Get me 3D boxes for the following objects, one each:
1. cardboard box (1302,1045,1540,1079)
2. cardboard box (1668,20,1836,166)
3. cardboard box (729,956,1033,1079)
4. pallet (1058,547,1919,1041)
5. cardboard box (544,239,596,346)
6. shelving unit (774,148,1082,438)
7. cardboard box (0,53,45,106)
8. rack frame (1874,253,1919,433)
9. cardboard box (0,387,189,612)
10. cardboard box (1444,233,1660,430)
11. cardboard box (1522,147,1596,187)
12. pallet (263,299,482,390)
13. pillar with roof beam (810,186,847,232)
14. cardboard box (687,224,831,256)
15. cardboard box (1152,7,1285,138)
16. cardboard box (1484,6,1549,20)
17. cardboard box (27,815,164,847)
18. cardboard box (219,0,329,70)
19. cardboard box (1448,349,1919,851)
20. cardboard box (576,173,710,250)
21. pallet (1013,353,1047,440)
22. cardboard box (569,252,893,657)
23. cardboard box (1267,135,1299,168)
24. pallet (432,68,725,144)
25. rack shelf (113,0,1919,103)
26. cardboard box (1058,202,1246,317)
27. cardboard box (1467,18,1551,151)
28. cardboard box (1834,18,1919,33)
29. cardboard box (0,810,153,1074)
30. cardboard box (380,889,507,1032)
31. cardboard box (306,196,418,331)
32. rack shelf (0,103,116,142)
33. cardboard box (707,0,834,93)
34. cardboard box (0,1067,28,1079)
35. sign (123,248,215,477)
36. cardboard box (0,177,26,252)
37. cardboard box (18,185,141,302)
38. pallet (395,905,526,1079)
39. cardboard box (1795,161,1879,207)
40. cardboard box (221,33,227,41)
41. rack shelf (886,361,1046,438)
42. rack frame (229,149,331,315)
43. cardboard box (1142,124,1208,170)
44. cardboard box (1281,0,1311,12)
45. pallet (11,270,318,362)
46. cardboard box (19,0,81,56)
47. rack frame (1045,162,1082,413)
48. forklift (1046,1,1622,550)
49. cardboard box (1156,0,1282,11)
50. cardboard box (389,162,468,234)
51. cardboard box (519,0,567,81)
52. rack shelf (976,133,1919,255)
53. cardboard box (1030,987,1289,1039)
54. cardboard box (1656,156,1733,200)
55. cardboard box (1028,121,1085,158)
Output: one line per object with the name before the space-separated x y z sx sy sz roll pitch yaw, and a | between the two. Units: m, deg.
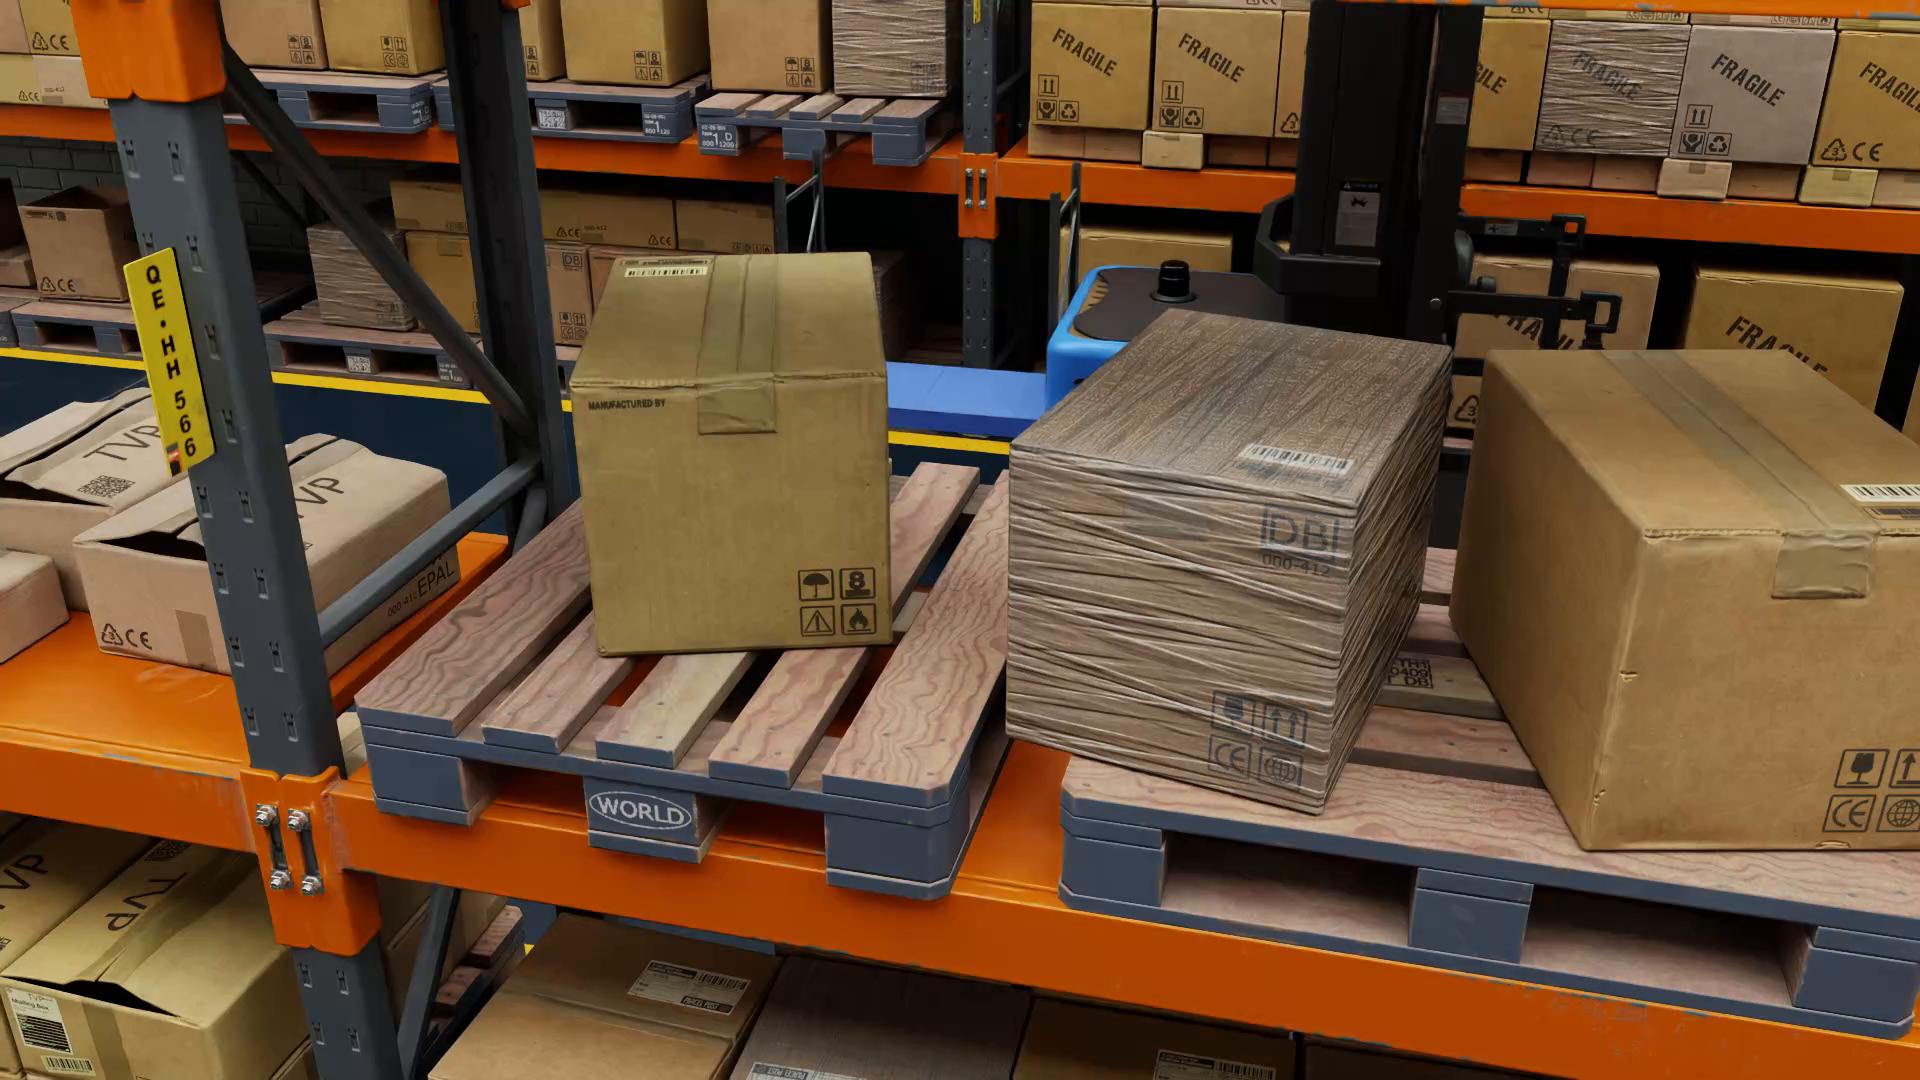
cardboard box | 0.837 1.291 2.944 0.500 0.500 0.500 5 26 11
cardboard box | 3.065 -1.787 6.529 0.500 0.500 0.500 7 26 13
cardboard box | -0.155 1.182 3.174 0.500 0.500 0.500 5 26 11
pallet | 0.852 0.323 2.804 1.213 0.211 1.003 6 26 13
cardboard box | -1.962 -1.353 8.498 0.500 0.500 0.700 7 26 14
shelving unit | -0.109 -0.688 6.449 1.048 1.500 0.538 6 26 12
cardboard box | -4.691 -2.383 8.417 0.500 0.250 0.500 6 26 13
rack frame | 4.071 -1.604 6.629 0.127 3.000 1.000 6 26 13
cardboard box | -1.851 -0.106 3.586 0.500 0.311 0.500 6 26 12
cardboard box | 2.548 -0.932 7.231 0.750 0.750 0.750 7 26 15
cardboard box | 2.454 -1.572 6.832 0.250 0.149 0.380 6 26 12
pallet | -2.922 -1.119 8.854 1.213 0.211 1.003 6 26 13
pillar with roof beam | -1.918 -3.448 3.524 0.400 9.000 9.100 6 26 13
cardboard box | -0.983 -1.261 8.305 0.500 0.500 0.700 6 26 13
cardboard box | 1.109 -2.002 6.980 0.500 0.500 0.500 7 26 15
cardboard box | 2.075 -2.242 6.612 0.500 0.250 0.500 6 26 12
cardboard box | -1.978 0.598 4.062 0.500 0.311 0.500 6 26 12
cardboard box | -3.192 -2.635 8.168 0.500 0.500 0.700 6 26 13
cardboard box | 1.115 0.061 2.528 0.500 0.500 0.700 0 25 0
cardboard box | -1.549 -1.636 8.221 0.500 0.250 0.500 6 26 13
pallet | 0.942 -0.657 7.885 1.213 0.211 1.003 6 26 13
cardboard box | -0.395 -0.184 3.041 0.500 0.500 0.700 -2 26 -5
cardboard box | 1.465 -1.702 7.104 0.250 0.149 0.380 7 26 14
pallet | -1.730 -2.140 7.979 1.213 0.211 1.003 6 26 13
rack shelf | 0.904 -0.785 2.256 4.000 0.370 1.077 6 26 13
cardboard box | 0.877 -1.118 7.621 0.750 0.750 0.750 6 26 12
cardboard box | 2.096 -1.896 6.757 0.500 0.500 0.500 7 26 14
cardboard box | 3.555 -2.074 6.260 0.500 0.250 0.500 7 26 14
cardboard box | -2.106 0.823 3.590 0.500 0.311 0.500 6 26 12
cardboard box | -1.467 0.904 4.072 0.500 0.250 0.500 6 26 13
cardboard box | -2.960 -1.458 8.720 0.500 0.500 0.700 7 26 15
rack shelf | -5.614 -2.350 9.033 4.000 0.370 1.077 6 26 13
cardboard box | -0.808 -2.371 7.612 0.500 0.500 0.700 4 26 8
cardboard box | -2.103 1.074 3.715 0.500 0.250 0.500 6 26 12
sign | -1.168 -0.261 2.461 0.005 0.325 0.100 6 26 13
cardboard box | -5.653 -1.687 9.199 0.500 0.500 0.700 5 26 10
cardboard box | -4.692 -1.625 9.070 0.500 0.500 0.500 4 26 9
pallet | -1.820 1.185 4.015 1.213 0.211 1.003 6 26 13
cardboard box | 3.423 -1.435 6.544 0.250 0.149 0.380 7 26 14
cardboard box | -4.078 -2.541 8.749 0.500 0.250 0.500 7 26 14
rack shelf | -0.109 -0.525 6.527 1.000 0.185 0.538 6 26 12
rack frame | -3.677 -2.460 8.428 0.127 3.000 1.000 6 26 13
cardboard box | 0.937 -1.702 7.104 0.250 0.149 0.380 7 26 15
cardboard box | 1.579 -2.294 6.721 0.500 0.250 0.500 6 26 13
pallet | -4.336 -1.259 9.148 1.213 0.211 1.003 6 26 13
cardboard box | -4.211 -2.662 8.131 0.500 0.500 0.500 6 26 13
rack frame | 0.386 -0.639 6.347 0.032 1.500 0.500 6 26 12
forklift | 1.862 -1.103 5.657 3.031 2.935 1.130 6 26 11
cardboard box | 1.094 -2.346 6.830 0.500 0.250 0.500 6 26 12
cardboard box | -2.532 -1.751 8.463 0.500 0.250 0.500 6 26 12
cardboard box | -2.007 -2.515 7.915 0.500 0.500 0.700 10 27 20
rack shelf | 2.134 -1.493 7.234 4.000 0.370 1.077 6 26 13
cardboard box | 0.433 1.018 3.517 0.500 0.500 0.500 5 26 11
cardboard box | 2.913 -1.485 6.649 0.250 0.149 0.380 6 26 13
cardboard box | 0.459 -1.796 7.302 0.250 0.149 0.380 6 26 12
